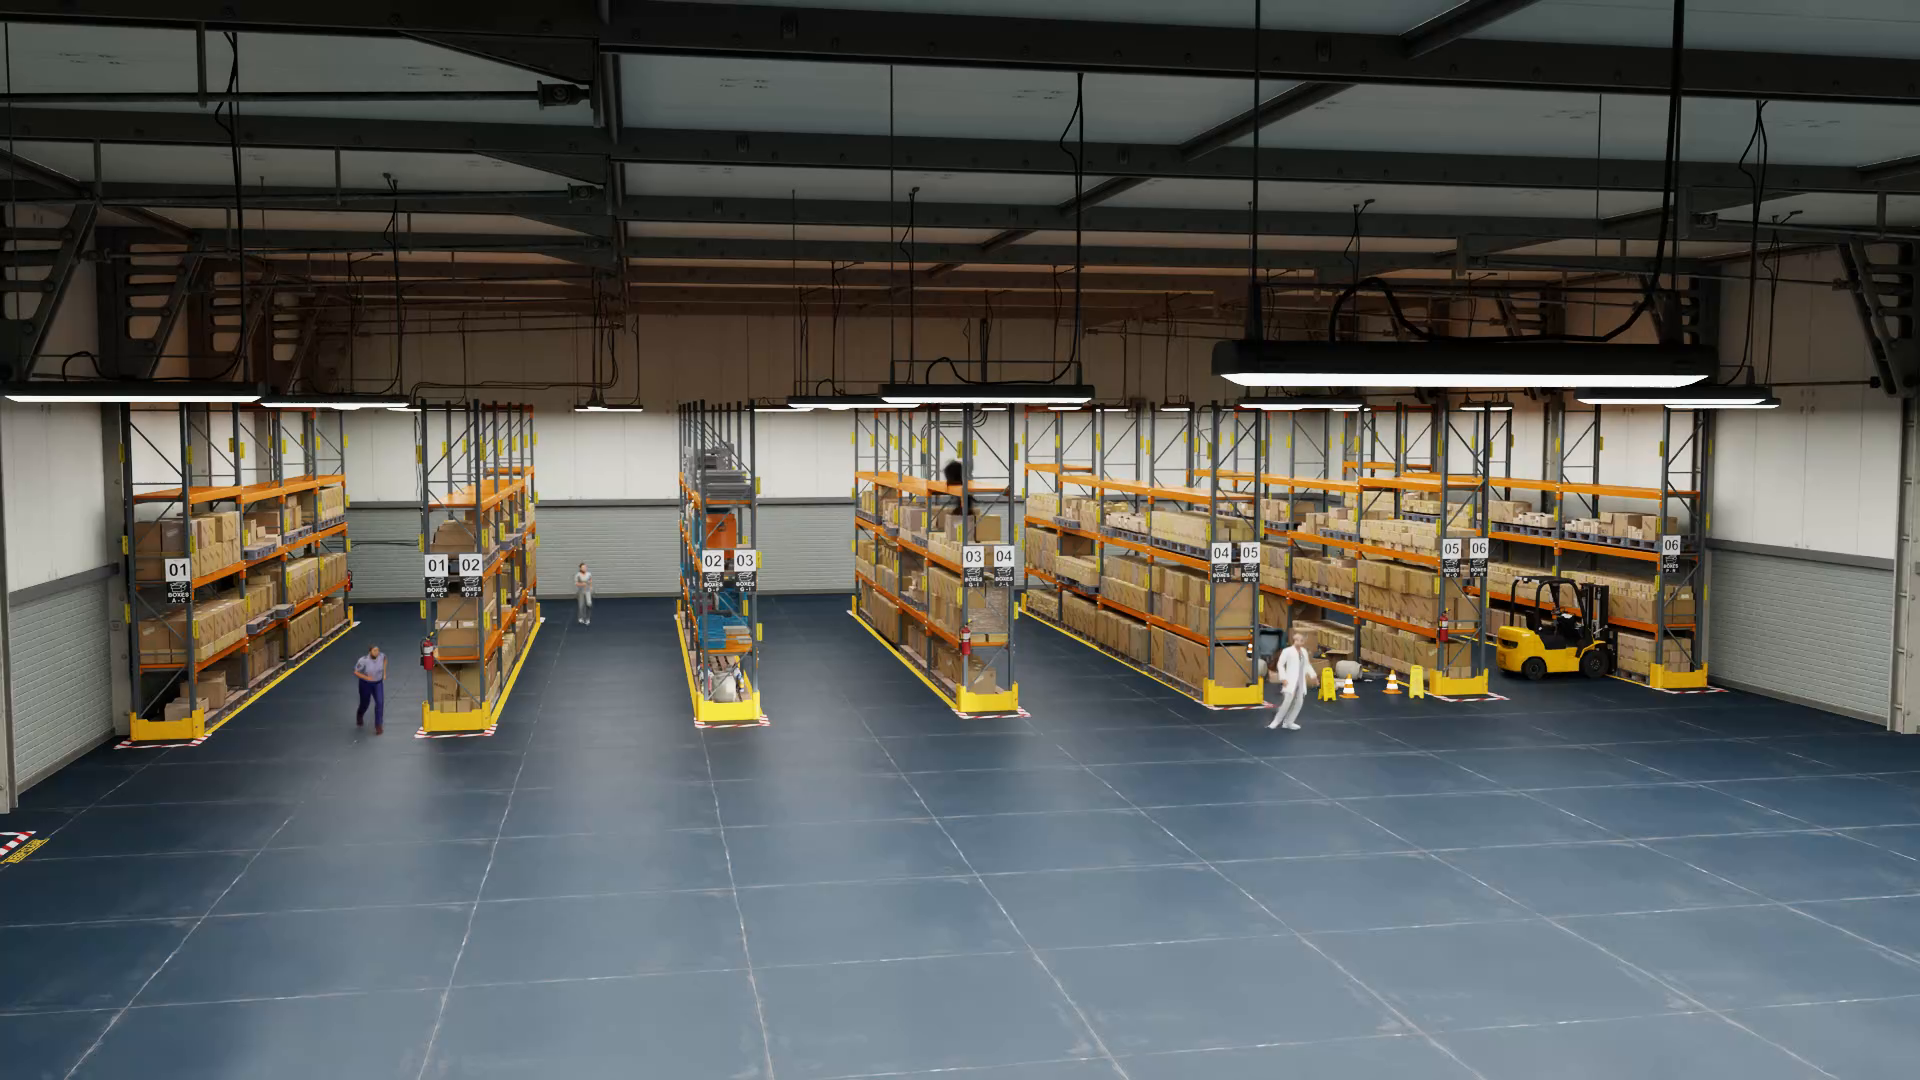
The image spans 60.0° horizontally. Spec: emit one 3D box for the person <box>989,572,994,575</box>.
[{"bbox_3d":[0.806,1.184,48.503,0.697,1.738,0.666,0,4,-2],"label":"person"}]

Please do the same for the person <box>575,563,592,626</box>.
[{"bbox_3d":[-10.239,1.486,45.268,0.524,1.694,0.818,-2,5,-24],"label":"person"}]

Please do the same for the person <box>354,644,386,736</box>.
[{"bbox_3d":[-10.666,2.658,30.067,0.634,1.617,1.048,-4,6,-39],"label":"person"}]

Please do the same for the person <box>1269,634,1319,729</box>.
[{"bbox_3d":[6.045,2.577,30.117,0.823,1.745,0.626,-3,5,-33],"label":"person"}]
